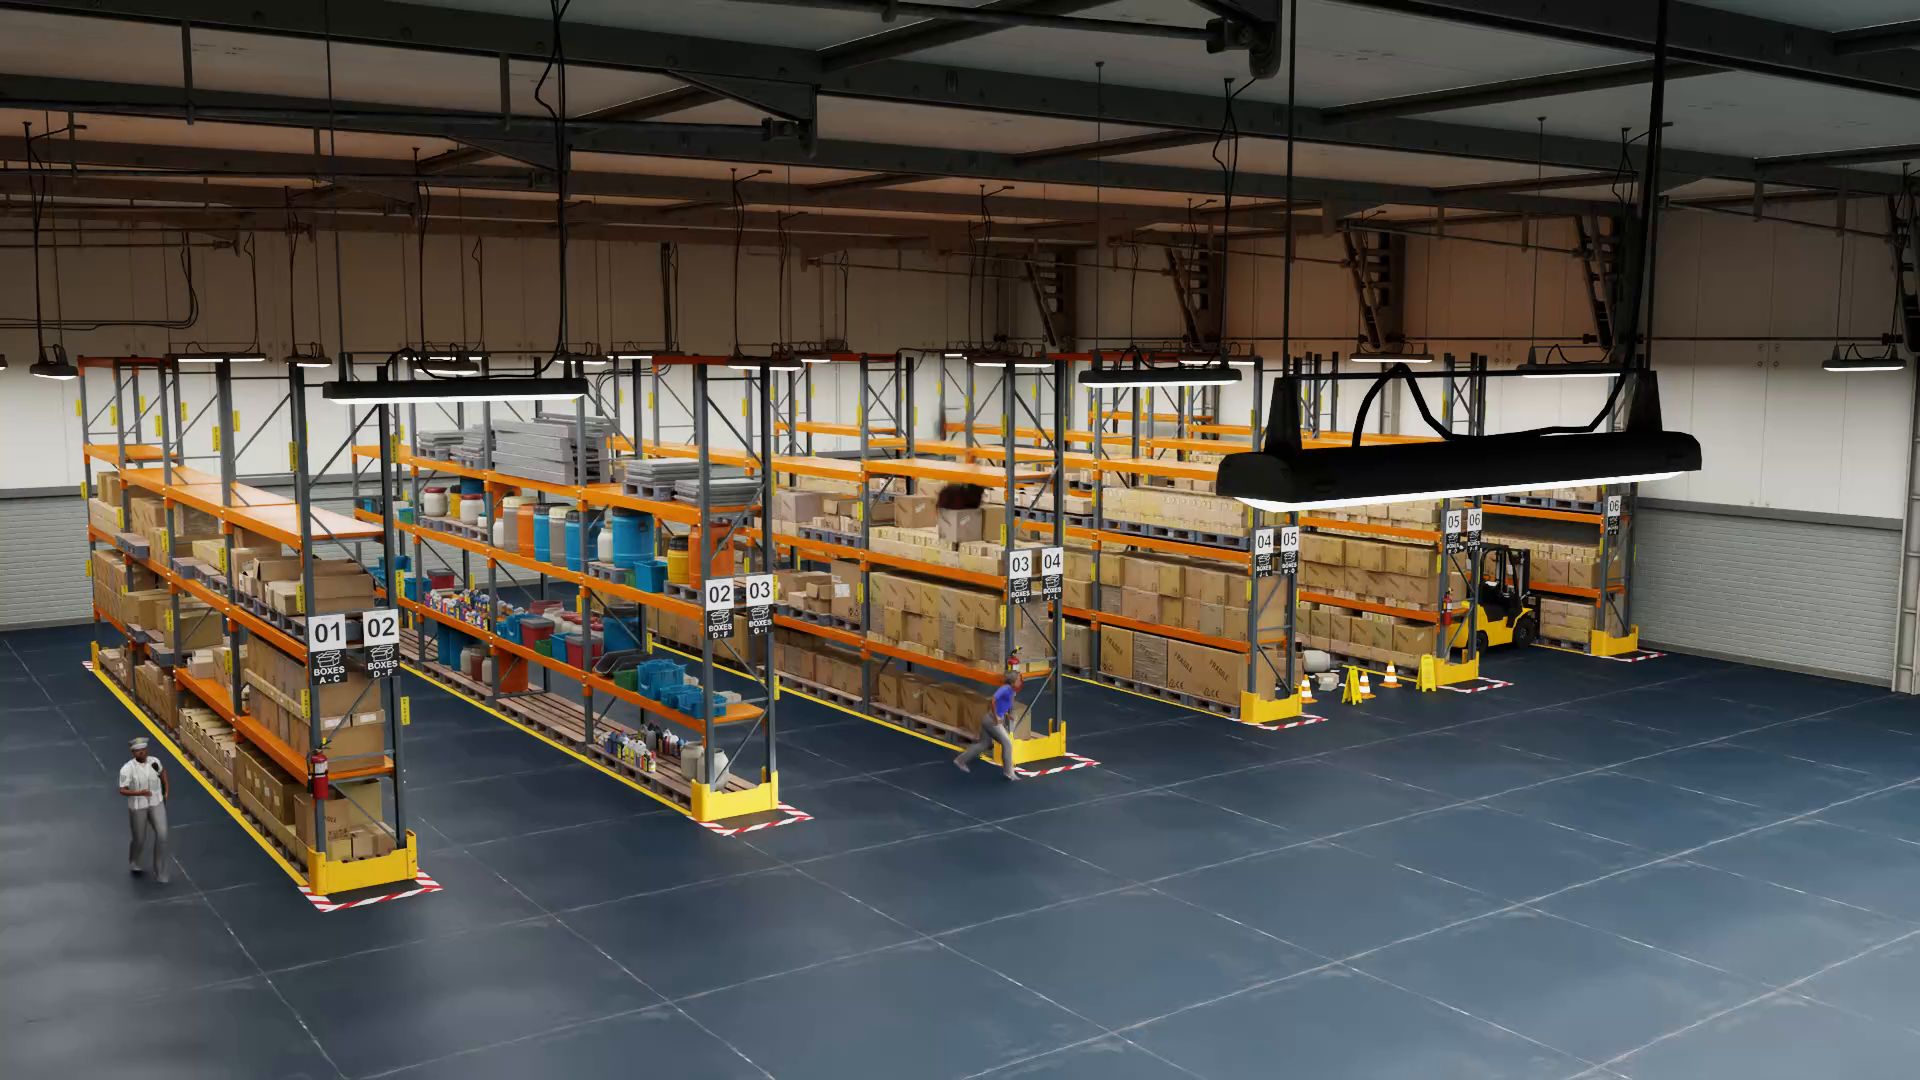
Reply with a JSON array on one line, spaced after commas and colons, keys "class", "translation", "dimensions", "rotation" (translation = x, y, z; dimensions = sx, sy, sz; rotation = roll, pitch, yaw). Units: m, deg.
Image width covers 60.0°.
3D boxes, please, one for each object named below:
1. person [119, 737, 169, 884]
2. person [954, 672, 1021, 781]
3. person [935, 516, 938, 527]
[{"class": "person", "translation": [-9.558, 3.152, 19.537], "dimensions": [0.581, 1.736, 0.765], "rotation": [-6, 9, -41]}, {"class": "person", "translation": [0.397, 2.691, 23.835], "dimensions": [0.978, 1.616, 0.612], "rotation": [0, 7, 1]}, {"class": "person", "translation": [-0.637, 0.131, 44.549], "dimensions": [0.554, 1.655, 0.639], "rotation": [-2, 7, -14]}]
